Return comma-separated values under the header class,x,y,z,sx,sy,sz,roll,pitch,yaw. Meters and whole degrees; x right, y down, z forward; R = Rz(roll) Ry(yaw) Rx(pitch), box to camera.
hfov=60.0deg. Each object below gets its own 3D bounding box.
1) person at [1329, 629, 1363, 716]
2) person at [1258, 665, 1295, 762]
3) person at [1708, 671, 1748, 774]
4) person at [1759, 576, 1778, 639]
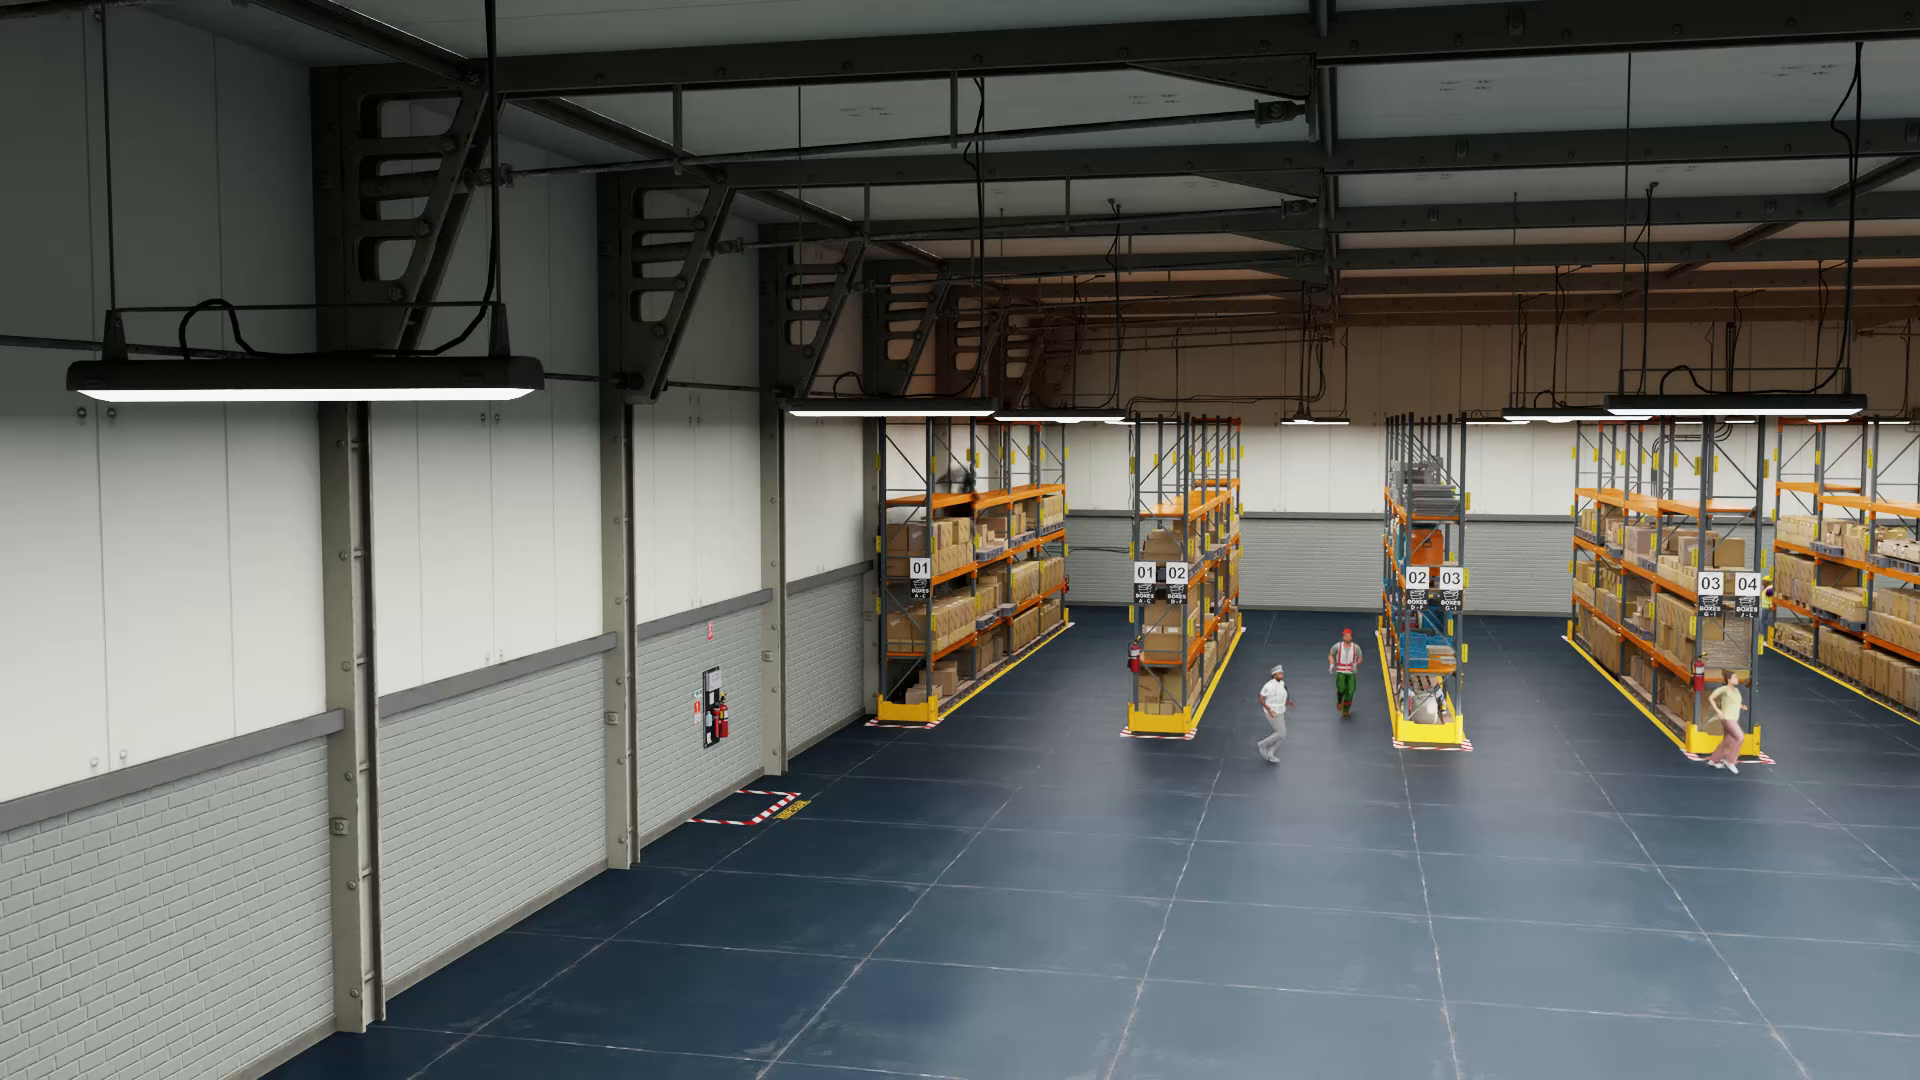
class,x,y,z,sx,sy,sz,roll,pitch,yaw
person,7.632,2.628,32.866,0.651,1.739,0.587,1,4,8
person,5.451,2.966,28.497,0.566,1.669,0.564,3,5,40
person,12.845,3.020,27.757,0.566,1.682,0.608,-3,5,-38
person,21.771,1.835,44.812,0.777,1.755,0.739,1,4,12
